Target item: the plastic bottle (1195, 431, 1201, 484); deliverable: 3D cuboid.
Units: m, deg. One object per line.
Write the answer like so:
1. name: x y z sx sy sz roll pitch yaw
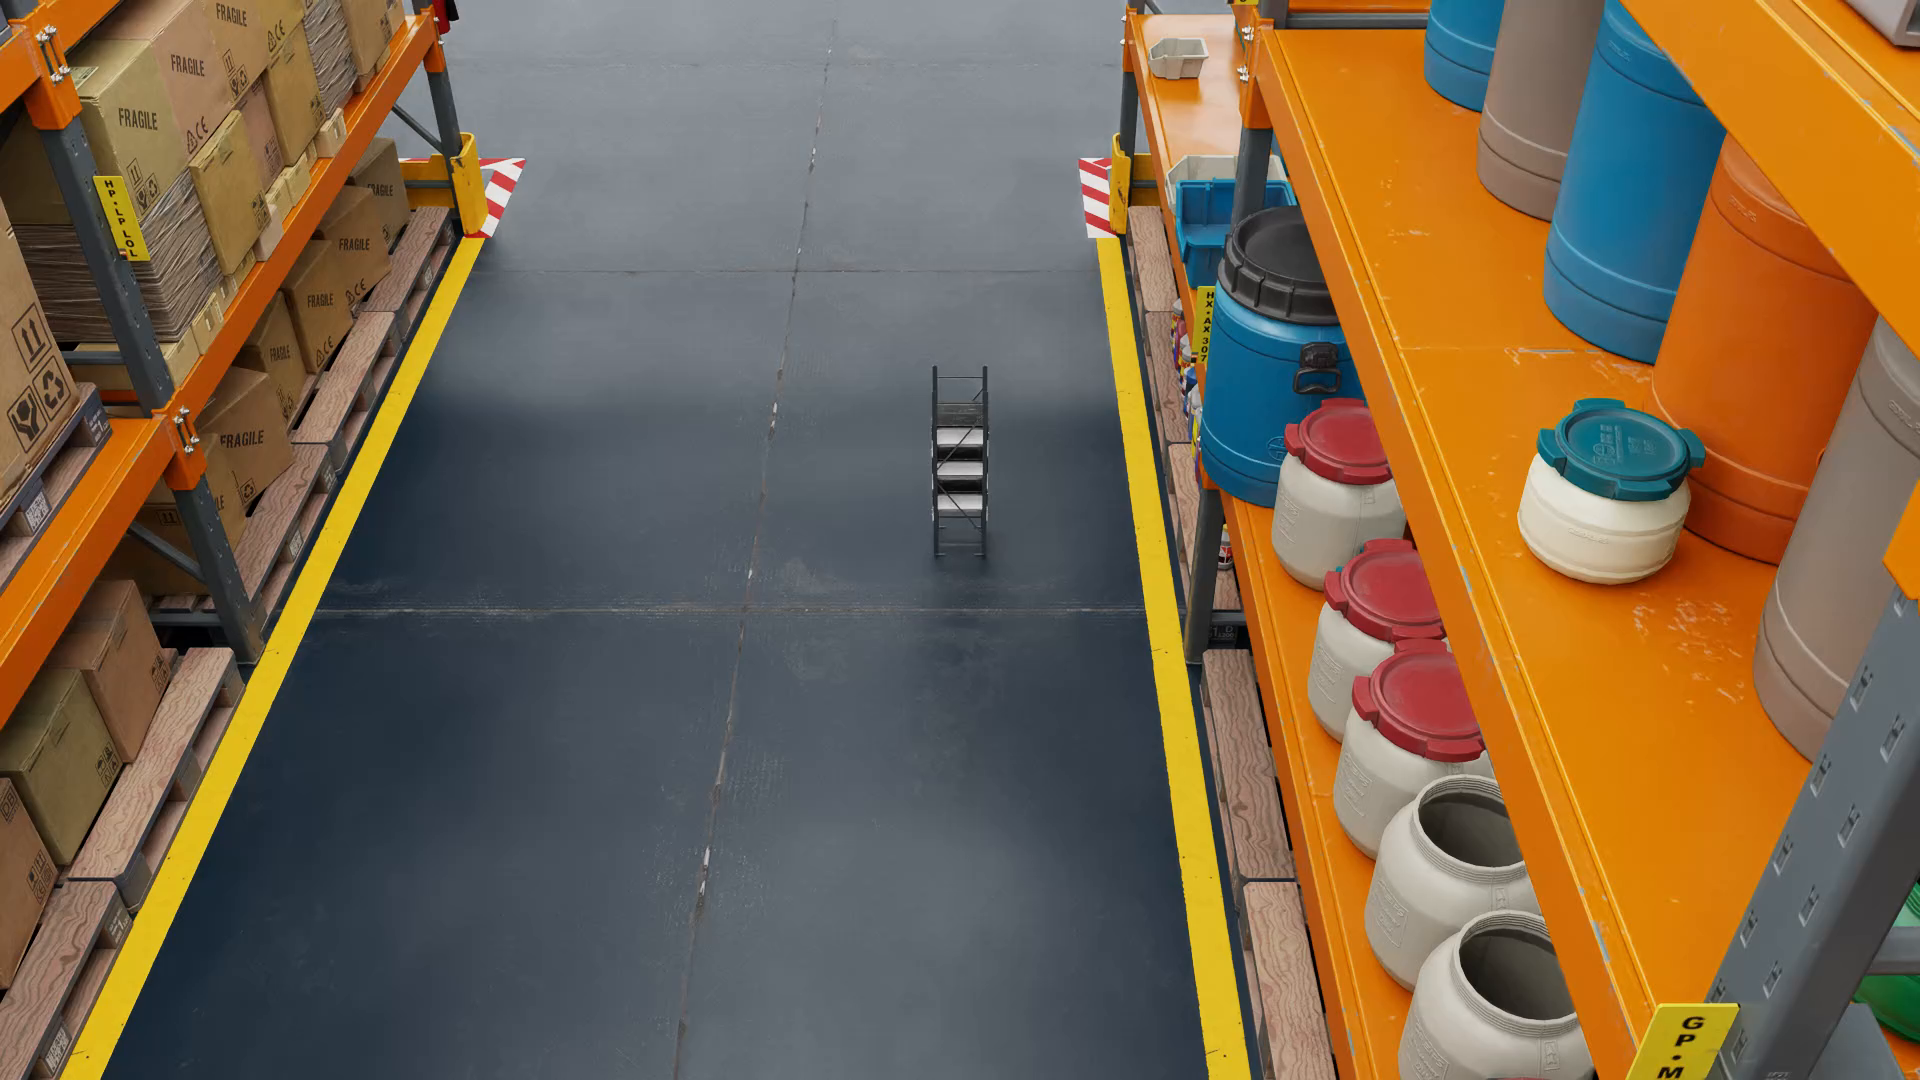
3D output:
1. plastic bottle: 1.130 -0.410 7.683 0.061 0.283 0.133 2 39 3

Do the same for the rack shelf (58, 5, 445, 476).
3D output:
1. rack shelf: -3.495 -1.640 7.974 1.077 0.370 4.000 0 39 0

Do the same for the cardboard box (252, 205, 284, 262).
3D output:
1. cardboard box: -3.176 -1.332 7.215 0.380 0.149 0.250 0 39 0

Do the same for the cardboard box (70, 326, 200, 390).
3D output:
1. cardboard box: -3.192 -0.707 6.434 0.380 0.149 0.250 0 39 0

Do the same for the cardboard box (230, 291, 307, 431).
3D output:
1. cardboard box: -3.540 -0.855 8.082 0.500 0.500 0.500 -3 39 -4

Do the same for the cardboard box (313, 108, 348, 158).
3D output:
1. cardboard box: -3.183 -1.958 7.995 0.380 0.149 0.250 0 39 0

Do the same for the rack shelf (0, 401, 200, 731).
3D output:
1. rack shelf: -3.490 0.861 4.852 1.077 0.370 4.000 0 39 0

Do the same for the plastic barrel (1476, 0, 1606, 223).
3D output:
1. plastic barrel: 1.679 -1.313 4.190 0.600 0.901 0.600 0 39 0

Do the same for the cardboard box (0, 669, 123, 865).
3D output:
1. cardboard box: -3.531 0.816 5.981 0.700 0.500 0.500 0 39 0

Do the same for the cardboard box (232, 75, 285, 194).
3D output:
1. cardboard box: -3.498 -1.732 7.195 0.875 0.500 0.500 0 39 0

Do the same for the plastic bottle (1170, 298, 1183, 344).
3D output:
1. plastic bottle: 1.147 -1.148 8.614 0.097 0.271 0.097 0 39 0

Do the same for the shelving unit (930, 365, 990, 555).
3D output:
1. shelving unit: 0.000 -0.346 7.462 0.258 0.900 0.210 0 39 0

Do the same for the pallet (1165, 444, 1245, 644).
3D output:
1. pallet: 1.502 -0.006 7.588 1.003 0.211 1.213 0 39 0

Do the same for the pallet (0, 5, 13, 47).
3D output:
1. pallet: -3.598 -1.381 4.827 1.213 0.211 1.003 0 39 0

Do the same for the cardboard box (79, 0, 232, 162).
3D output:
1. cardboard box: -3.241 -1.810 6.492 0.500 0.500 0.500 0 39 0

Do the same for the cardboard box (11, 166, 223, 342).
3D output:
1. cardboard box: -3.431 -1.107 6.415 0.875 0.500 0.500 0 39 0

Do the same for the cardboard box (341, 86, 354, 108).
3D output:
1. cardboard box: -3.295 -2.270 8.385 0.380 0.149 0.250 0 39 0

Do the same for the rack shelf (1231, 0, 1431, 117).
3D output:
1. rack shelf: 1.458 -2.814 7.040 1.077 0.370 4.000 0 39 0

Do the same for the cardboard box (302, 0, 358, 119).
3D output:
1. cardboard box: -3.446 -2.358 7.975 0.875 0.500 0.500 0 39 0

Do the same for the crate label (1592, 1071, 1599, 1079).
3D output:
1. crate label: 1.735 1.192 3.835 0.502 0.435 0.616 0 39 0

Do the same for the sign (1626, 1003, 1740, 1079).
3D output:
1. sign: 0.915 0.703 2.160 0.100 0.325 0.005 0 39 0

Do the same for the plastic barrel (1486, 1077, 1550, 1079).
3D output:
1. plastic barrel: 1.162 1.484 3.390 0.600 0.536 0.708 0 39 0

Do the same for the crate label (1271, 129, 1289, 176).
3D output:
1. crate label: 1.729 -2.038 7.867 0.502 0.435 0.616 0 39 0

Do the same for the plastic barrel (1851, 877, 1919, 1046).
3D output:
1. plastic barrel: 1.414 0.563 2.374 0.294 0.245 0.294 0 39 0

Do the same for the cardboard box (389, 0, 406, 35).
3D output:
1. cardboard box: -3.290 -2.896 9.166 0.380 0.149 0.250 0 39 0

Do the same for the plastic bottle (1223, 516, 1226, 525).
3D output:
1. plastic bottle: 1.130 -0.086 7.279 0.061 0.283 0.133 2 39 2

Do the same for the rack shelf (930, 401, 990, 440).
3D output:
1. rack shelf: 0.000 -0.531 7.314 0.258 0.077 0.200 0 39 0

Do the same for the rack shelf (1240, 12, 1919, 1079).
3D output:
1. rack shelf: 1.463 -0.313 3.919 1.077 0.370 4.000 0 39 0

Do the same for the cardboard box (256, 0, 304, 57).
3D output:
1. cardboard box: -3.252 -2.435 7.273 0.500 0.500 0.500 0 39 0

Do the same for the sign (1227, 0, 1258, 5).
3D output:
1. sign: 0.911 -1.854 5.260 0.100 0.325 0.005 0 39 0

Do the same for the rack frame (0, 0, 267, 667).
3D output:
1. rack frame: -3.492 -0.670 6.188 1.000 3.000 0.127 0 39 0

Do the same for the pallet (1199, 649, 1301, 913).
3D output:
1. pallet: 1.500 0.905 6.452 1.003 0.211 1.213 0 39 0

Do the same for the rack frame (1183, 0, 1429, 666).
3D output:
1. rack frame: 1.461 -0.674 6.192 1.000 3.000 0.127 0 39 0

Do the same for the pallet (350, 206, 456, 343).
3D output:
1. pallet: -3.531 -1.528 9.488 1.003 0.211 1.213 0 39 0

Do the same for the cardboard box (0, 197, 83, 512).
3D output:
1. cardboard box: -3.631 -0.571 5.249 1.000 1.000 1.000 0 39 0

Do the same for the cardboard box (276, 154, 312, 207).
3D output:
1. cardboard box: -3.207 -1.645 7.605 0.380 0.149 0.250 0 39 0

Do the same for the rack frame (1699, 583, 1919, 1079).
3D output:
1. rack frame: 1.465 -0.514 1.195 1.000 3.000 0.127 0 39 0

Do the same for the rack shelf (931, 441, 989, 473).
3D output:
1. rack shelf: 0.000 -0.390 7.427 0.258 0.077 0.200 0 39 0

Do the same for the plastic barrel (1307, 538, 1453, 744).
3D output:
1. plastic barrel: 1.243 0.330 4.831 0.433 0.535 0.433 0 39 0

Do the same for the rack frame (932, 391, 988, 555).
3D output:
1. rack frame: 0.000 -0.282 7.383 0.240 0.900 0.006 0 39 0

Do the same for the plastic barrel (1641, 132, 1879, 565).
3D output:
1. plastic barrel: 1.681 -0.433 3.150 0.600 0.830 0.708 0 39 0

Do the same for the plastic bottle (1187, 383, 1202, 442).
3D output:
1. plastic bottle: 1.175 -0.609 7.937 0.152 0.276 0.135 1 39 1

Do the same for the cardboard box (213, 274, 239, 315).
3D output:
1. cardboard box: -3.207 -1.020 6.825 0.380 0.149 0.250 0 39 0

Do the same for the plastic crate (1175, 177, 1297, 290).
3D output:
1. plastic crate: 1.188 -1.308 7.102 0.499 0.251 0.616 0 39 0

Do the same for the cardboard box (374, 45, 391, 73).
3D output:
1. cardboard box: -3.239 -2.583 8.775 0.380 0.149 0.250 0 39 0

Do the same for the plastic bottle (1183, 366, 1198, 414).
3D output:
1. plastic bottle: 1.147 -0.745 8.111 0.097 0.271 0.097 0 39 0

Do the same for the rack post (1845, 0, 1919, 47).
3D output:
1. rack post: 1.549 -1.862 2.717 1.013 1.000 3.121 0 39 0

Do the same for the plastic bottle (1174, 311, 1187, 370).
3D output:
1. plastic bottle: 1.129 -1.011 8.434 0.061 0.283 0.133 1 39 1

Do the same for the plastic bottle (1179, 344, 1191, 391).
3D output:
1. plastic bottle: 1.147 -0.871 8.269 0.097 0.271 0.097 0 39 0

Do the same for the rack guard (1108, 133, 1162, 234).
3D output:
1. rack guard: 1.503 -2.152 10.036 1.175 0.500 0.348 0 39 0

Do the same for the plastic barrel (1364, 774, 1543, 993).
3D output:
1. plastic barrel: 1.250 0.877 4.167 0.421 0.512 0.421 0 39 0

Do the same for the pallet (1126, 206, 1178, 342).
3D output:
1. pallet: 1.499 -1.532 9.492 1.003 0.211 1.213 0 39 0

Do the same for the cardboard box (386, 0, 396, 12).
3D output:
1. cardboard box: -3.524 -2.983 8.756 0.875 0.500 0.500 0 39 0

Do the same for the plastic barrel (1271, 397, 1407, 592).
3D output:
1. plastic barrel: 1.242 -0.129 5.403 0.433 0.535 0.433 0 39 0

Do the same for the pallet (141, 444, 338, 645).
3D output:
1. pallet: -3.528 -0.002 7.584 1.003 0.211 1.213 0 39 0

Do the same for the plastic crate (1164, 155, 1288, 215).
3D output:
1. plastic crate: 1.206 -1.586 7.542 0.530 0.136 0.437 0 39 0

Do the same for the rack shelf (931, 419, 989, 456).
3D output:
1. rack shelf: 0.000 -0.461 7.371 0.258 0.077 0.200 0 39 0

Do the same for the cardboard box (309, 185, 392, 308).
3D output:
1. cardboard box: -3.478 -1.596 9.006 0.500 0.500 0.500 10 40 12

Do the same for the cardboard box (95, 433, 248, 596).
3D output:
1. cardboard box: -3.453 -0.109 7.150 0.500 0.500 0.500 -1 39 -1
